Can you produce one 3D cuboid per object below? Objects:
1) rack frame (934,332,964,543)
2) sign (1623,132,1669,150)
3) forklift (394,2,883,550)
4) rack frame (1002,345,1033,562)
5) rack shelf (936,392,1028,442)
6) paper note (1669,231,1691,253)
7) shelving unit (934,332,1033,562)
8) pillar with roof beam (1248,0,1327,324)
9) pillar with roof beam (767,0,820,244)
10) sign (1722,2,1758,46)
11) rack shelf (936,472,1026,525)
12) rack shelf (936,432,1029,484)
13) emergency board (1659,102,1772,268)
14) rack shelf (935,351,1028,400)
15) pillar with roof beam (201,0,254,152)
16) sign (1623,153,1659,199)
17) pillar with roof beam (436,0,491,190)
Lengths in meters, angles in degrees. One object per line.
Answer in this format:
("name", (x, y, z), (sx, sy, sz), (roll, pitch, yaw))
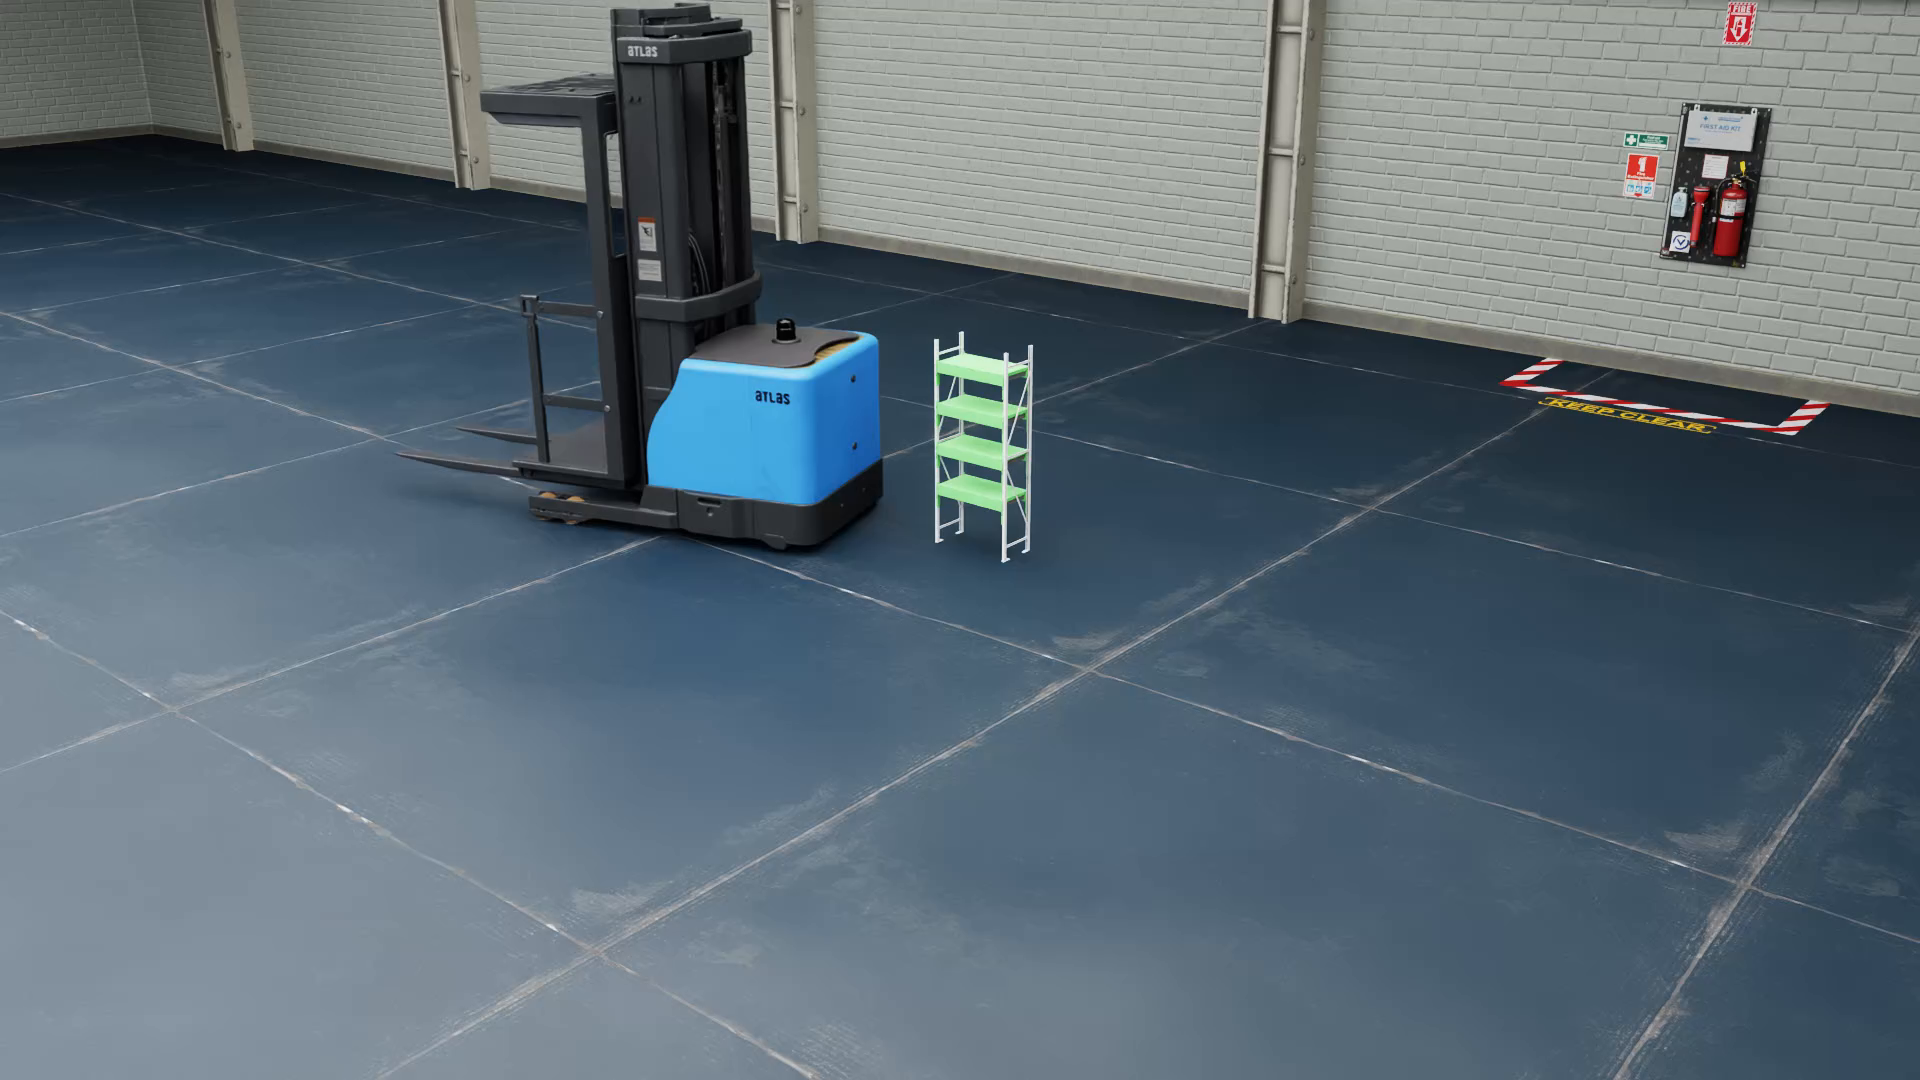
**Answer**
("rack frame", (-0.061, -0.579, 9.503), (0.015, 1.200, 0.240), (16, 26, 36))
("sign", (5.236, -3.045, 12.691), (0.331, 0.109, 0.001), (16, 26, 36))
("forklift", (-2.040, -1.626, 9.826), (3.031, 2.935, 1.130), (8, 22, 20))
("rack frame", (0.317, -0.470, 9.214), (0.015, 1.200, 0.240), (16, 26, 36))
("rack shelf", (0.128, -0.689, 9.296), (0.480, 0.148, 0.258), (16, 26, 36))
("paper note", (5.508, -2.279, 12.708), (0.142, 0.148, 0.016), (16, 26, 36))
("shelving unit", (0.128, -0.524, 9.359), (0.503, 1.200, 0.258), (16, 26, 36))
("pillar with roof beam", (0.121, -5.040, 10.279), (0.400, 9.000, 9.100), (16, 26, 36))
("pillar with roof beam", (-4.527, -6.378, 13.829), (0.400, 9.000, 9.100), (16, 26, 36))
("sign", (5.658, -3.746, 12.066), (0.199, 0.298, 0.001), (16, 26, 36))
("rack shelf", (0.128, -0.240, 9.466), (0.480, 0.148, 0.258), (16, 26, 36))
("rack shelf", (0.128, -0.465, 9.381), (0.480, 0.148, 0.258), (16, 26, 36))
("emergency board", (5.601, -2.633, 12.398), (0.643, 1.169, 0.194), (16, 26, 36))
("rack shelf", (0.128, -0.914, 9.212), (0.480, 0.148, 0.258), (16, 26, 36))
("pillar with roof beam", (-13.824, -9.055, 20.928), (0.400, 9.000, 9.100), (16, 26, 36))
("sign", (5.238, -2.801, 12.794), (0.234, 0.329, 0.001), (16, 26, 36))
("pillar with roof beam", (-9.175, -7.717, 17.378), (0.400, 9.000, 9.100), (16, 26, 36))
